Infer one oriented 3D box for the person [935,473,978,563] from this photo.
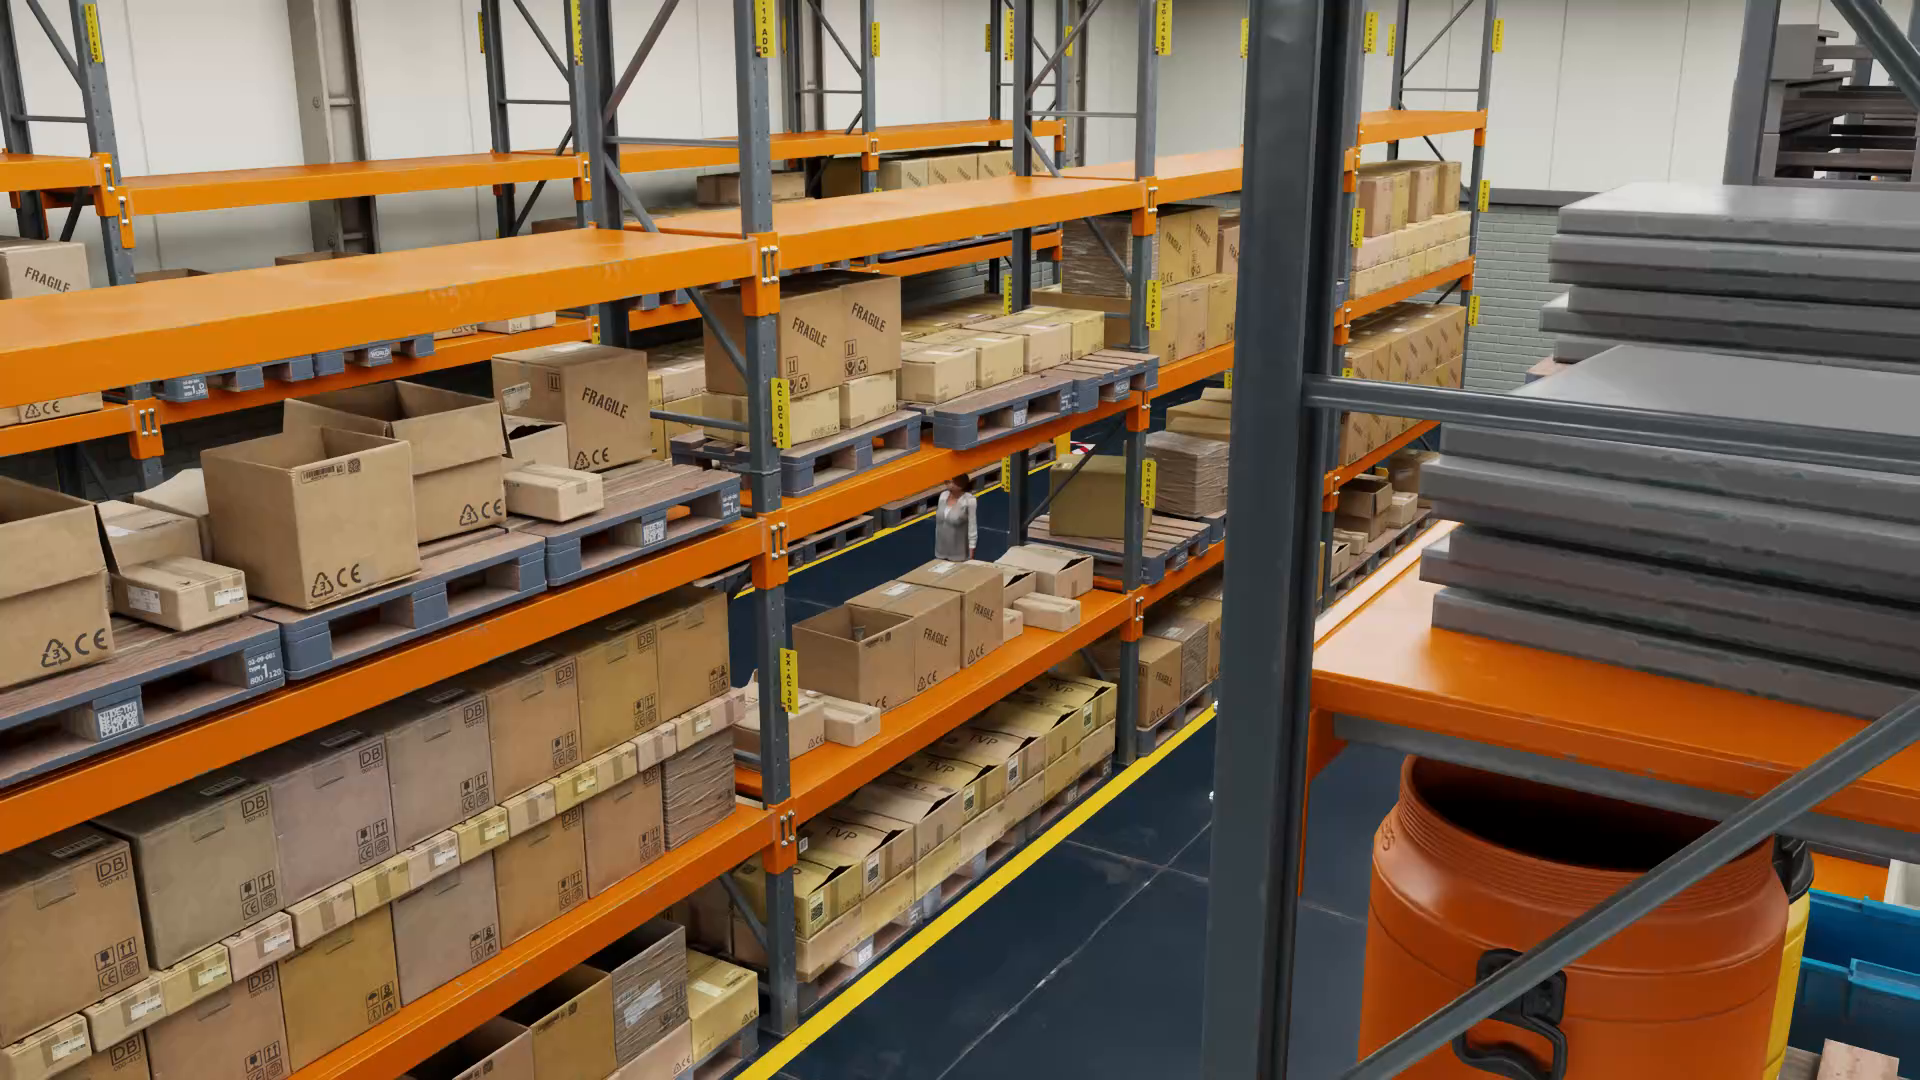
[{"bbox_3d":[-0.034,0.158,14.034,0.404,1.590,0.301,10,19,32],"label":"person"}]
